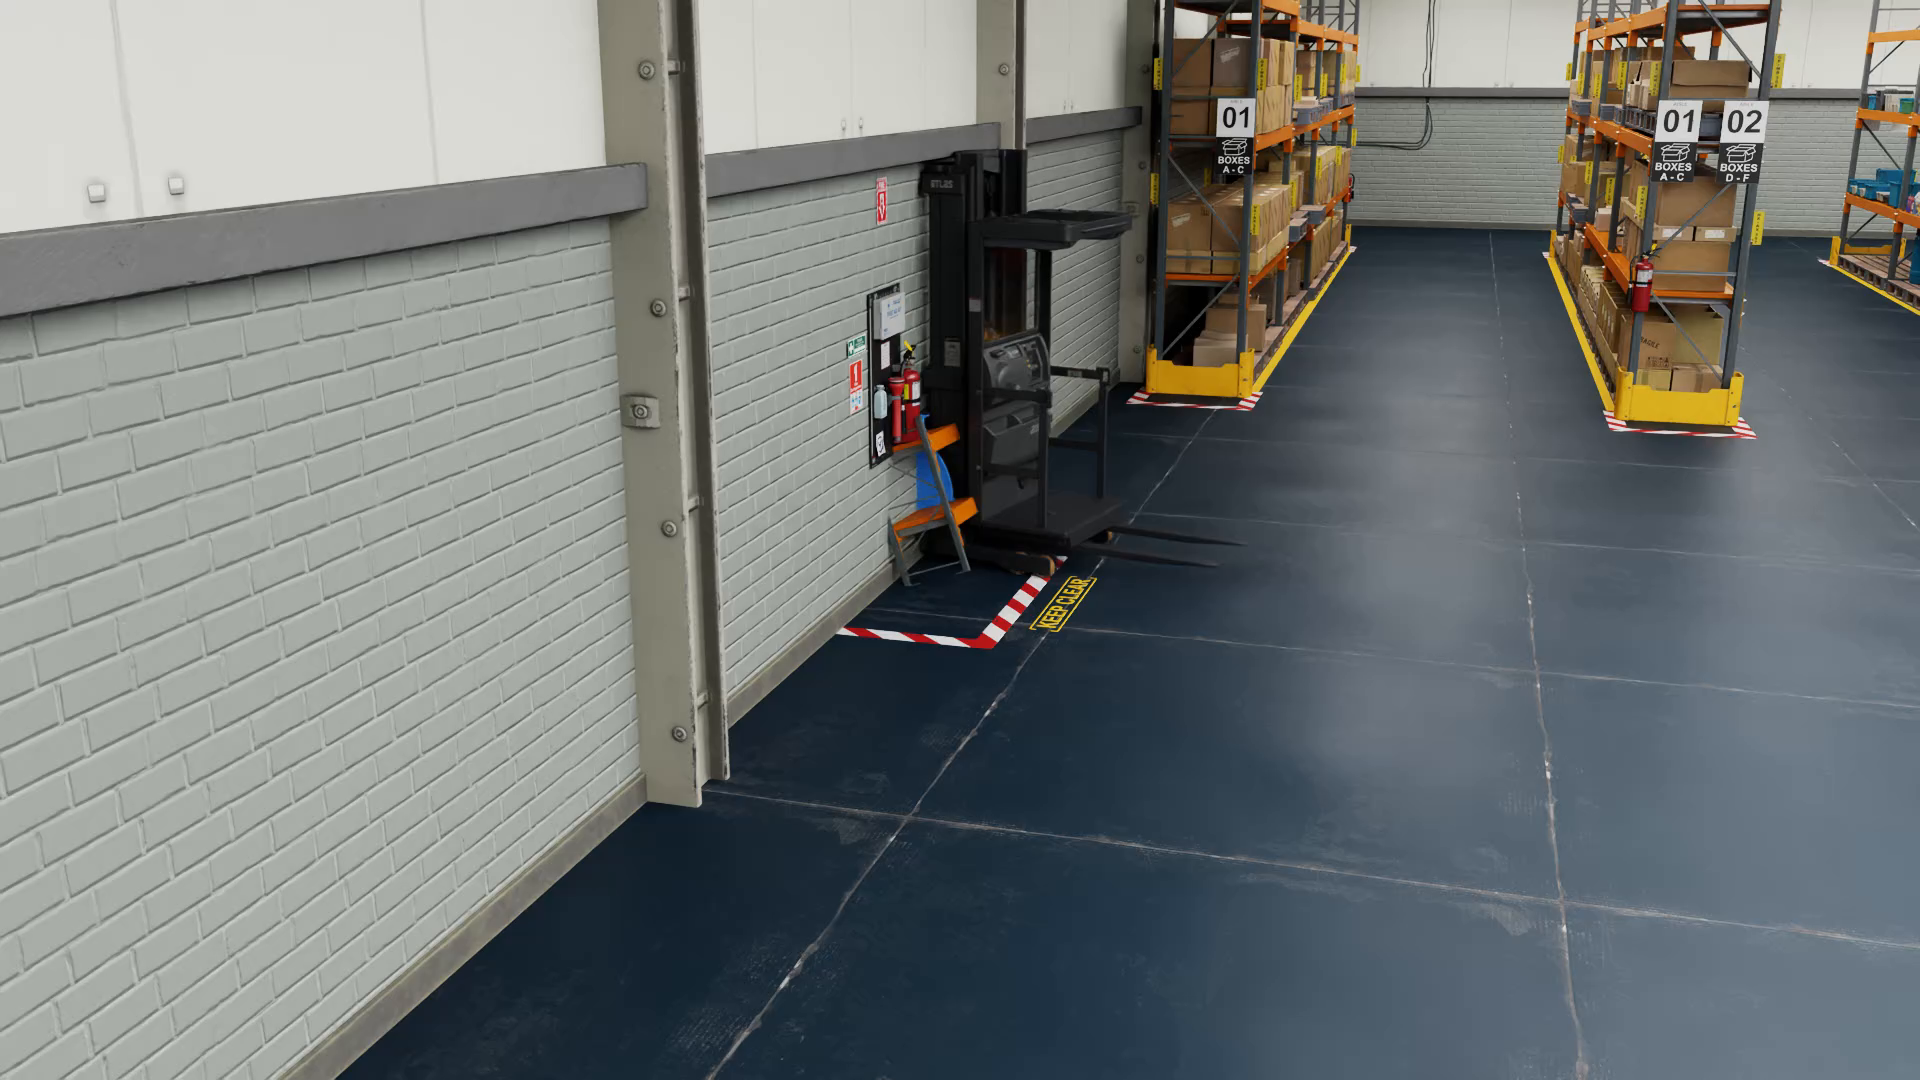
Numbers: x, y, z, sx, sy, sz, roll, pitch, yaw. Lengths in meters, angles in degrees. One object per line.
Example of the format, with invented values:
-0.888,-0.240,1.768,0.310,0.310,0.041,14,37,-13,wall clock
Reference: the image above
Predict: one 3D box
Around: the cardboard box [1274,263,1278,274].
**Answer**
4.253,-3.941,23.626,0.500,0.250,0.500,4,16,14,cardboard box

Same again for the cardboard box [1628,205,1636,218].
8.066,-3.845,19.516,0.380,0.149,0.250,4,16,15,cardboard box

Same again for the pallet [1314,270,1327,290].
5.575,-4.349,27.774,1.003,0.211,1.213,5,16,16,pallet

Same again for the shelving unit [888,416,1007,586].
-0.172,-0.367,12.028,0.538,1.125,1.048,-15,7,21,shelving unit

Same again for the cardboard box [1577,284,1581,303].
9.250,-3.553,24.130,0.500,0.250,0.500,5,16,16,cardboard box

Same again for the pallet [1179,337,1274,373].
3.292,-2.285,20.499,1.003,0.211,1.213,5,16,16,pallet

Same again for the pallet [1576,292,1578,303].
9.929,-3.639,25.274,1.003,0.211,1.213,5,16,16,pallet

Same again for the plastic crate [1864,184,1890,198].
15.942,-6.061,28.899,0.416,0.233,0.300,5,16,16,plastic crate

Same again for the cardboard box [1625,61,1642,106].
8.148,-5.391,19.633,0.500,0.500,0.500,6,17,20,cardboard box

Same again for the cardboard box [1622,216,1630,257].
8.424,-3.674,20.101,0.700,0.500,0.500,4,16,14,cardboard box

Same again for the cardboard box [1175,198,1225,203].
2.740,-3.648,19.056,0.500,0.500,0.500,5,17,17,cardboard box

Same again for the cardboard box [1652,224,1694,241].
7.333,-3.170,17.138,0.380,0.149,0.250,4,16,15,cardboard box

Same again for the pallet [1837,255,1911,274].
16.431,-4.942,29.867,1.003,0.211,1.213,5,16,16,pallet

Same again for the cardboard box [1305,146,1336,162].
6.180,-6.638,28.595,0.500,0.250,0.500,5,17,17,cardboard box

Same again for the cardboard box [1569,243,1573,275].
10.306,-4.596,27.311,0.500,0.500,0.500,5,17,17,cardboard box

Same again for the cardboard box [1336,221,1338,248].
6.816,-5.811,31.630,0.700,0.500,0.500,4,16,14,cardboard box

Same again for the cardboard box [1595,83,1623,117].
9.773,-6.396,24.203,0.910,0.500,0.500,5,16,16,cardboard box

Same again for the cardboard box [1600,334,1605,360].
7.828,-2.263,19.579,0.500,0.250,0.500,5,16,16,cardboard box

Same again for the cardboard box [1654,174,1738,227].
7.567,-3.503,17.121,0.700,0.500,0.500,5,16,16,cardboard box

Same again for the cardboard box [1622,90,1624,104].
9.606,-6.238,23.335,0.500,0.250,0.500,3,16,12,cardboard box

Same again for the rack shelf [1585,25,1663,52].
10.249,-7.659,25.394,1.077,0.370,4.000,5,16,16,rack shelf

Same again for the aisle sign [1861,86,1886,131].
16.438,-7.789,30.029,0.394,0.787,0.004,5,16,16,aisle sign

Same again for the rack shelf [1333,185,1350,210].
6.636,-6.395,31.198,1.077,0.370,4.000,5,16,16,rack shelf

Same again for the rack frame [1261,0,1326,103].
4.930,-8.058,24.747,1.000,3.000,0.127,5,16,16,rack frame

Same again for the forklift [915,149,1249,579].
0.595,-1.299,12.039,3.031,2.935,1.130,9,18,28,forklift

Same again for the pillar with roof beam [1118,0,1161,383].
6.154,-5.881,17.073,9.100,9.000,0.400,5,16,16,pillar with roof beam

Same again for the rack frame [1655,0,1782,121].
7.407,-5.582,16.017,1.000,3.000,0.127,5,16,16,rack frame

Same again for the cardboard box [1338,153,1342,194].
6.450,-6.694,30.382,0.980,0.700,0.700,4,16,14,cardboard box

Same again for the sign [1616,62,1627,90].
8.021,-5.625,20.142,0.100,0.325,0.005,5,16,16,sign

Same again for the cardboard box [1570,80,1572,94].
11.559,-8.379,30.734,0.500,0.250,0.500,5,16,16,cardboard box

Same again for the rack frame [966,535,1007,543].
-0.019,-0.475,12.501,0.500,1.125,0.032,-15,7,21,rack frame

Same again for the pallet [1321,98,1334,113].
5.854,-7.325,28.013,0.805,0.209,1.217,4,16,14,pallet

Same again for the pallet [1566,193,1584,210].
10.486,-5.542,27.223,1.003,0.211,1.213,5,16,16,pallet

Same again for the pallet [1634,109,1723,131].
7.978,-4.599,18.212,1.003,0.211,1.213,5,16,16,pallet

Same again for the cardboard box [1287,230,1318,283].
5.265,-4.522,26.444,0.750,0.750,0.750,4,16,15,cardboard box

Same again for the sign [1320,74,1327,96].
5.450,-6.821,24.936,0.100,0.325,0.005,5,16,16,sign

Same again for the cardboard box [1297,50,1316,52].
6.042,-8.401,29.401,0.500,0.500,0.500,4,16,15,cardboard box

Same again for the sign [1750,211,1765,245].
7.938,-3.105,16.549,0.100,0.325,0.005,5,16,16,sign

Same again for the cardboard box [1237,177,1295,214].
4.294,-4.836,23.392,0.700,0.500,0.500,7,17,24,cardboard box

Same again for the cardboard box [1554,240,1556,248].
11.435,-5.582,31.398,0.380,0.166,0.250,5,16,16,cardboard box

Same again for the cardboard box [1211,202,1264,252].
3.081,-3.479,18.460,0.500,0.500,0.500,5,16,16,cardboard box

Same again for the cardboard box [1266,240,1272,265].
3.384,-3.389,19.519,0.500,0.250,0.500,4,16,15,cardboard box

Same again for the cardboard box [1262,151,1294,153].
5.110,-6.141,26.845,0.500,0.250,0.500,4,16,14,cardboard box

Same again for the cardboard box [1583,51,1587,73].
11.330,-8.331,29.192,0.700,0.500,0.500,5,16,16,cardboard box

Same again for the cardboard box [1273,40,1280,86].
3.325,-5.405,18.838,0.500,0.500,0.500,5,17,17,cardboard box

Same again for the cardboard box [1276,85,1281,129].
3.454,-5.063,19.467,0.500,0.500,0.500,6,17,19,cardboard box

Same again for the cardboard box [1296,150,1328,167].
5.736,-6.238,27.185,0.500,0.250,0.500,4,16,15,cardboard box

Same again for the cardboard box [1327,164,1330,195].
5.891,-6.014,27.769,0.500,0.500,0.500,5,16,16,cardboard box

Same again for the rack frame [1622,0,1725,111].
8.544,-6.628,19.707,1.000,3.000,0.127,5,16,16,rack frame

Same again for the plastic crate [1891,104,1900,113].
15.562,-7.128,27.450,0.293,0.136,0.466,5,16,16,plastic crate

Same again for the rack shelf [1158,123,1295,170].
3.225,-4.699,19.720,1.077,0.370,4.000,5,16,16,rack shelf

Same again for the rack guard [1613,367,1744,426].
7.401,-1.487,17.155,1.175,0.500,0.348,5,16,16,rack guard

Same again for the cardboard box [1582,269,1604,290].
9.109,-3.685,23.567,0.500,0.311,0.500,4,16,14,cardboard box

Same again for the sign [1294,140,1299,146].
6.673,-7.764,32.973,0.100,0.325,0.005,5,16,16,sign

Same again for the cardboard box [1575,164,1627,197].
10.334,-5.794,26.806,0.700,0.500,0.500,7,17,25,cardboard box

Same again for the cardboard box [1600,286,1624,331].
7.978,-2.754,19.935,0.500,0.500,0.500,5,16,16,cardboard box

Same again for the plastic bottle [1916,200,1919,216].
14.906,-5.173,25.804,0.097,0.271,0.097,0,16,0,plastic bottle
